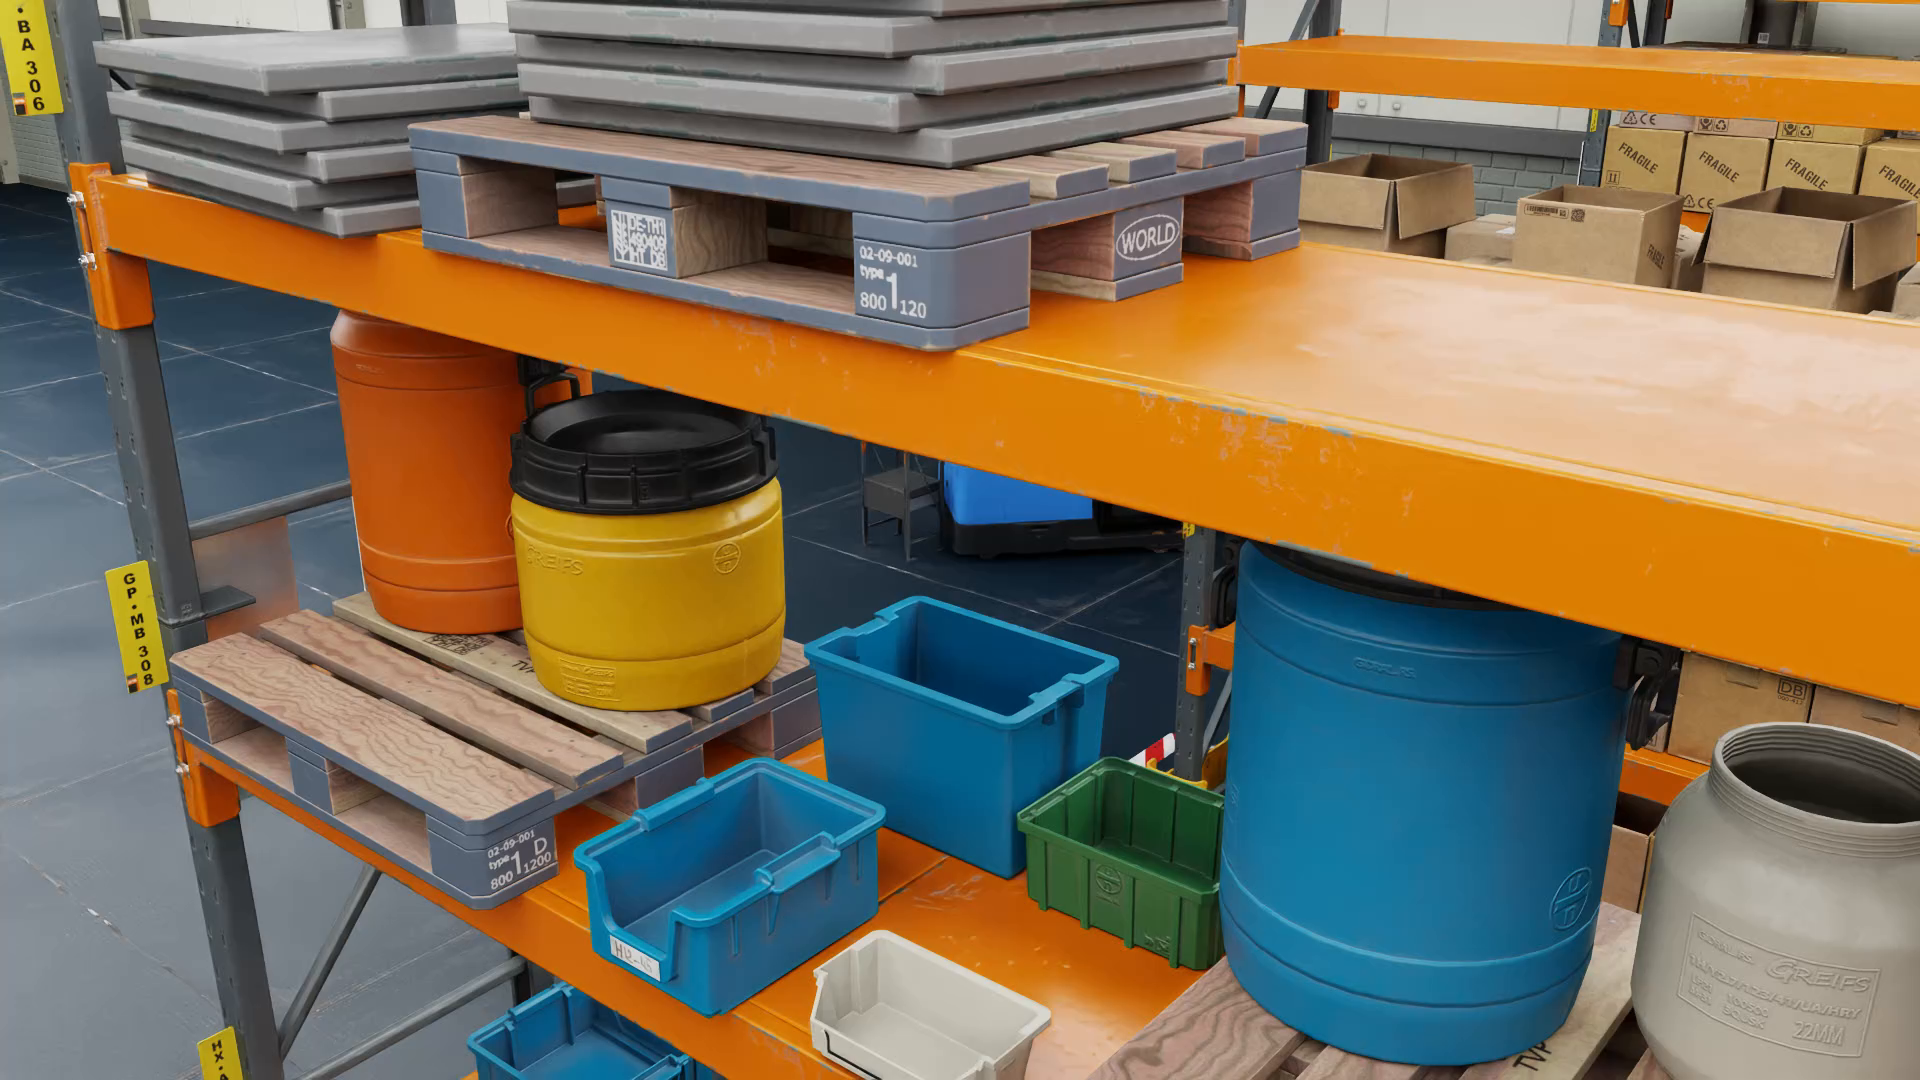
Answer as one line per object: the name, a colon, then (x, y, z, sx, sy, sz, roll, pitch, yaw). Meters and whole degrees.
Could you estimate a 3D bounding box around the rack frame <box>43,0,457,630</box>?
rack frame: (-1.668, -1.334, 3.952, 0.127, 3.000, 1.000, 16, 26, 36)

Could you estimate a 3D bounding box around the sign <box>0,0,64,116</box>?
sign: (-2.019, -1.087, 3.592, 0.005, 0.325, 0.100, 16, 26, 36)

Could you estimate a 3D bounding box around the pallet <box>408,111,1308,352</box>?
pallet: (-0.175, -0.614, 2.878, 1.213, 0.211, 1.003, 16, 26, 36)

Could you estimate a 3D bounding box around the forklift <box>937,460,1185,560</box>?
forklift: (1.379, -1.451, 12.863, 3.031, 2.935, 1.130, -3, 21, -9)

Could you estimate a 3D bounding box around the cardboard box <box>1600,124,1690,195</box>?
cardboard box: (4.697, -2.552, 11.262, 0.500, 0.500, 0.500, 17, 26, 38)

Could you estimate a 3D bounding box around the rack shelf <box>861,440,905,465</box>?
rack shelf: (-0.440, -0.912, 12.650, 0.431, 0.518, 0.480, -19, 28, -41)

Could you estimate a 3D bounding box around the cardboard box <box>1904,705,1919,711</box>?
cardboard box: (3.825, 0.547, 6.407, 0.250, 0.149, 0.380, 15, 25, 35)

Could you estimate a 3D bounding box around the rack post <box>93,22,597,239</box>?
rack post: (-1.163, -0.896, 3.500, 0.937, 0.300, 0.954, -19, 28, -41)

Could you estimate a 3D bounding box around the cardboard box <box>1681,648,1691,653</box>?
cardboard box: (3.029, 0.318, 7.013, 0.250, 0.149, 0.380, 17, 27, 38)

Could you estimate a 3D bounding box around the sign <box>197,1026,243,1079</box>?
sign: (-2.019, 1.493, 4.565, 0.005, 0.325, 0.100, 16, 26, 36)

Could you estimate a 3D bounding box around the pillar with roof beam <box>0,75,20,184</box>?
pillar with roof beam: (-20.278, -9.639, 25.974, 0.400, 9.000, 9.100, 16, 26, 36)

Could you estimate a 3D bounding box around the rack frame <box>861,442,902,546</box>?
rack frame: (-0.613, -0.986, 12.807, 0.400, 2.100, 0.015, -19, 28, -41)

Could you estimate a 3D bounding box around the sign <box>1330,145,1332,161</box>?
sign: (1.821, -1.806, 8.312, 0.005, 0.325, 0.100, 16, 26, 36)

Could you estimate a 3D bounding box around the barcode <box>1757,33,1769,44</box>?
barcode: (5.463, -3.412, 11.305, 0.075, 0.075, 0.001, 16, 26, 36)

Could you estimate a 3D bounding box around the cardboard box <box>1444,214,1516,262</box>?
cardboard box: (2.526, -1.290, 7.507, 0.500, 0.250, 0.500, 16, 26, 36)

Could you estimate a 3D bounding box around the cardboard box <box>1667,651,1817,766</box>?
cardboard box: (3.419, 0.639, 7.080, 0.500, 0.500, 0.700, 17, 26, 37)

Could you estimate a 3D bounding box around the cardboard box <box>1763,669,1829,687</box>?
cardboard box: (3.433, 0.433, 6.709, 0.250, 0.149, 0.380, 16, 26, 36)

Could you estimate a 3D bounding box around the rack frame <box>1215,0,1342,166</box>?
rack frame: (1.467, -2.687, 7.540, 0.127, 3.000, 1.000, 16, 26, 36)

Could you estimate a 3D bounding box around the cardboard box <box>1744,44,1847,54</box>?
cardboard box: (5.525, -3.019, 11.085, 0.500, 0.500, 0.500, 18, 27, 40)

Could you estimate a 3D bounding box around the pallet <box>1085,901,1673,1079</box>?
pallet: (0.810, 0.916, 2.504, 1.003, 0.211, 1.213, 16, 26, 36)

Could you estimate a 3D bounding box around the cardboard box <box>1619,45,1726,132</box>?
cardboard box: (4.741, -3.010, 11.061, 0.500, 0.500, 0.500, 14, 25, 33)

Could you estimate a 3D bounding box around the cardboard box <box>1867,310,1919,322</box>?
cardboard box: (3.459, -0.730, 6.164, 0.250, 0.149, 0.380, 16, 26, 36)

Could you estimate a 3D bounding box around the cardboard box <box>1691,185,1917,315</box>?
cardboard box: (3.370, -1.103, 6.652, 0.797, 0.503, 0.637, -19, 28, -41)

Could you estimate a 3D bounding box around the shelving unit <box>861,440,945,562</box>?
shelving unit: (-0.440, -0.925, 12.645, 0.431, 2.100, 0.503, -19, 28, -41)

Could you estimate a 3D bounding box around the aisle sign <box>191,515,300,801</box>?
aisle sign: (-1.909, 0.321, 4.382, 0.004, 0.787, 0.394, 16, 26, 36)

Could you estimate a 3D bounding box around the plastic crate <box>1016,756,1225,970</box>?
plastic crate: (0.381, 0.635, 3.283, 0.450, 0.188, 0.336, 16, 26, 36)

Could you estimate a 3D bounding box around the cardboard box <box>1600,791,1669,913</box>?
cardboard box: (2.902, 1.375, 7.510, 0.500, 0.500, 0.500, 16, 26, 36)

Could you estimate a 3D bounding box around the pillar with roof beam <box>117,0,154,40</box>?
pillar with roof beam: (-15.630, -8.300, 22.425, 0.400, 9.000, 9.100, 16, 26, 36)

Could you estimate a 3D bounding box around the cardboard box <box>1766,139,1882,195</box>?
cardboard box: (5.496, -2.307, 10.614, 0.500, 0.500, 0.500, 18, 27, 39)

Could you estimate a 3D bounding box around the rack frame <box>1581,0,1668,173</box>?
rack frame: (4.596, -4.042, 11.133, 0.127, 3.000, 1.000, 16, 26, 36)

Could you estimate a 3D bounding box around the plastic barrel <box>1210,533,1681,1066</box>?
plastic barrel: (0.728, 0.280, 2.618, 0.708, 0.901, 0.600, 16, 26, 36)

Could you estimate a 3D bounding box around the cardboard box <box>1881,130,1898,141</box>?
cardboard box: (5.868, -2.449, 10.991, 0.500, 0.500, 0.500, 15, 25, 34)

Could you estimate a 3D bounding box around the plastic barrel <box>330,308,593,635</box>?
plastic barrel: (-1.211, -0.254, 4.136, 0.708, 0.830, 0.600, 16, 26, 36)

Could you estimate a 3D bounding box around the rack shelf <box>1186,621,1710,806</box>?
rack shelf: (3.016, 0.903, 7.542, 4.000, 0.370, 1.077, 16, 26, 36)

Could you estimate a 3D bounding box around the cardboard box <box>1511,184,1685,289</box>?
cardboard box: (2.581, -1.147, 6.772, 0.500, 0.500, 0.500, 16, 26, 36)

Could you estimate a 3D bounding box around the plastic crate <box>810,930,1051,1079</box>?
plastic crate: (-0.068, 0.838, 2.818, 0.396, 0.136, 0.243, 16, 26, 36)

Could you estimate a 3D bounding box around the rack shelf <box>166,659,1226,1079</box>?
rack shelf: (-0.118, 0.853, 3.425, 4.000, 0.370, 1.077, 16, 26, 36)

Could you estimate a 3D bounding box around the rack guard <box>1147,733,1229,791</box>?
rack guard: (1.448, 1.284, 9.054, 0.348, 0.500, 1.175, 16, 26, 36)

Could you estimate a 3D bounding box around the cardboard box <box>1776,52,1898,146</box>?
cardboard box: (5.502, -2.773, 10.433, 0.500, 0.500, 0.500, 17, 26, 38)

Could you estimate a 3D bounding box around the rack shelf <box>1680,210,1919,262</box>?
rack shelf: (6.146, -1.856, 10.606, 4.000, 0.370, 1.077, 16, 26, 36)
